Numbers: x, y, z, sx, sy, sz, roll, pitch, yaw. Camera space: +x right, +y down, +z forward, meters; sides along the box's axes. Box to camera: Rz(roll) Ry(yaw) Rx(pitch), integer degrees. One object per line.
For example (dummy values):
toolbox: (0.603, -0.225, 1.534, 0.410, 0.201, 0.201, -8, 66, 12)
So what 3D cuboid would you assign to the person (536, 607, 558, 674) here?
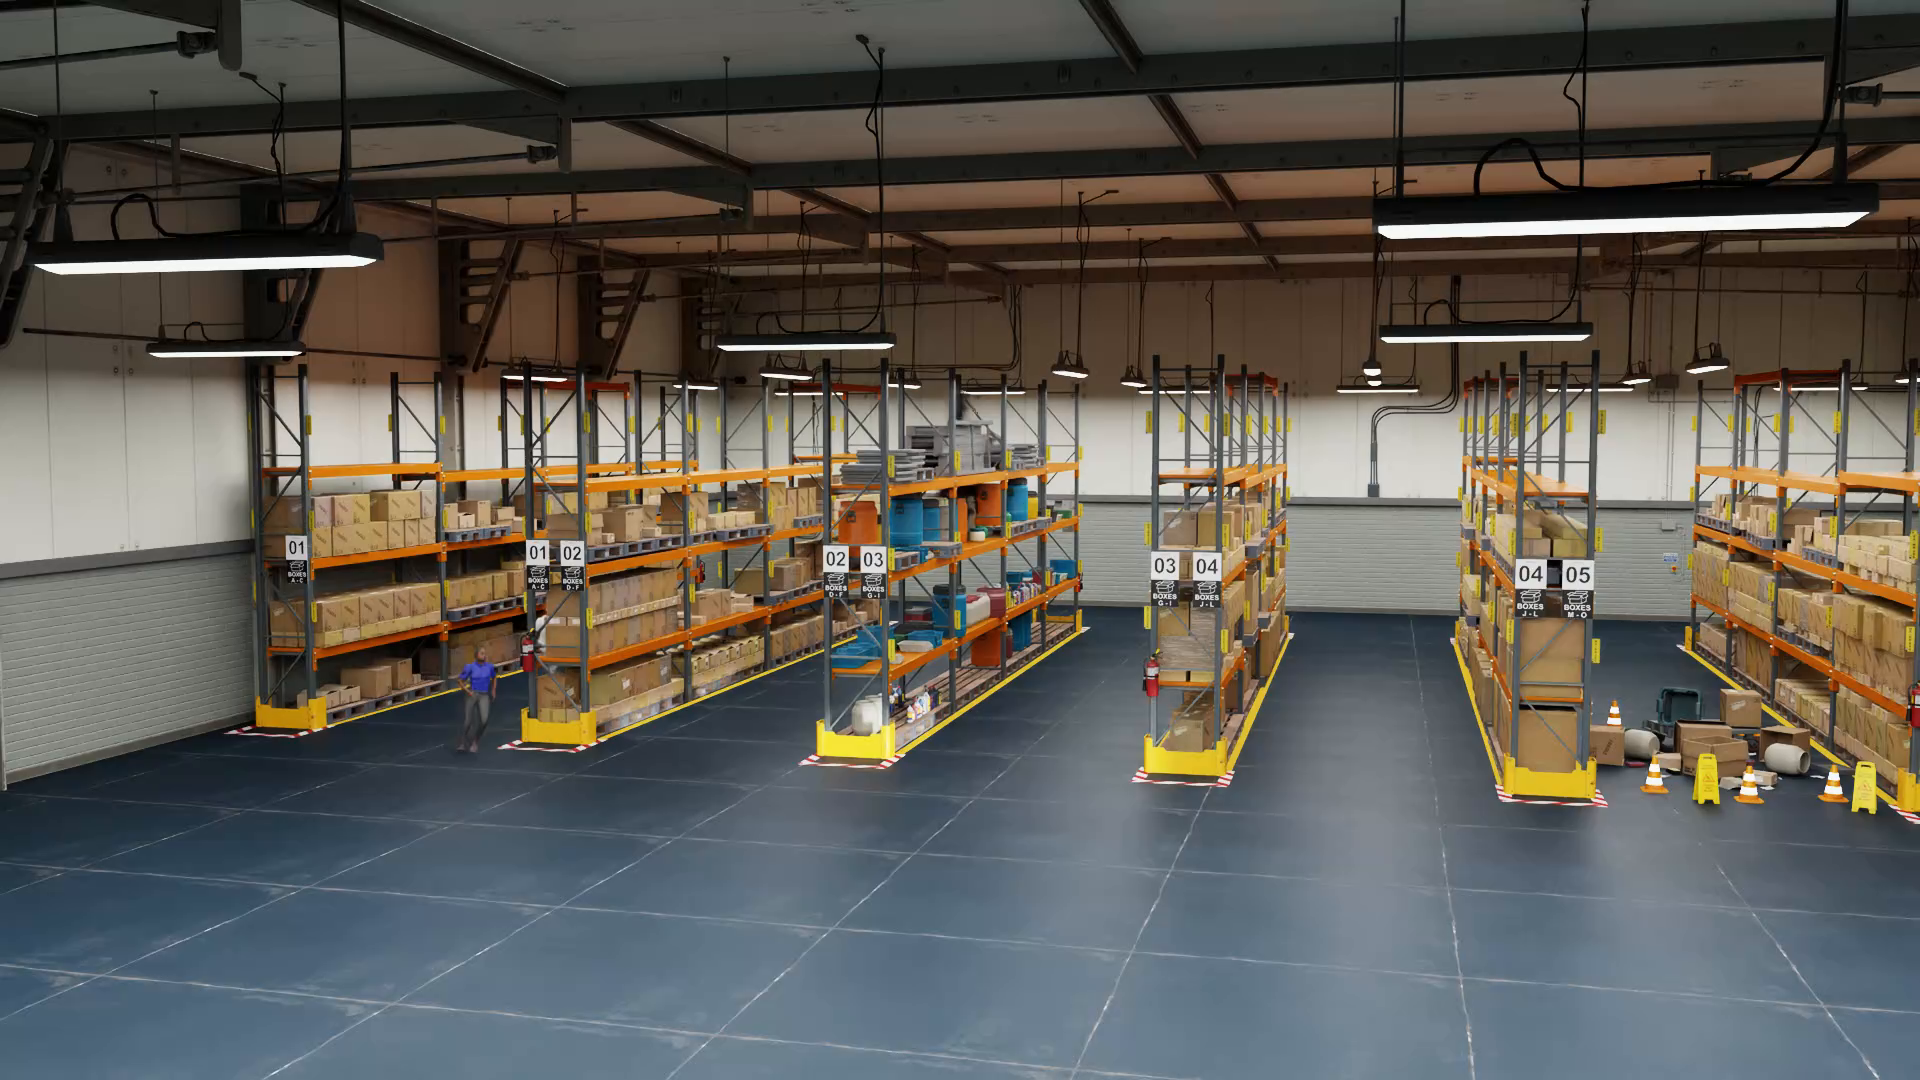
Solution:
person: (-7.533, 2.043, 30.656, 0.700, 1.753, 1.007, 0, 4, -3)

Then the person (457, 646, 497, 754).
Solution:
person: (-7.369, 2.493, 25.468, 0.648, 1.541, 0.613, -2, 5, -29)
